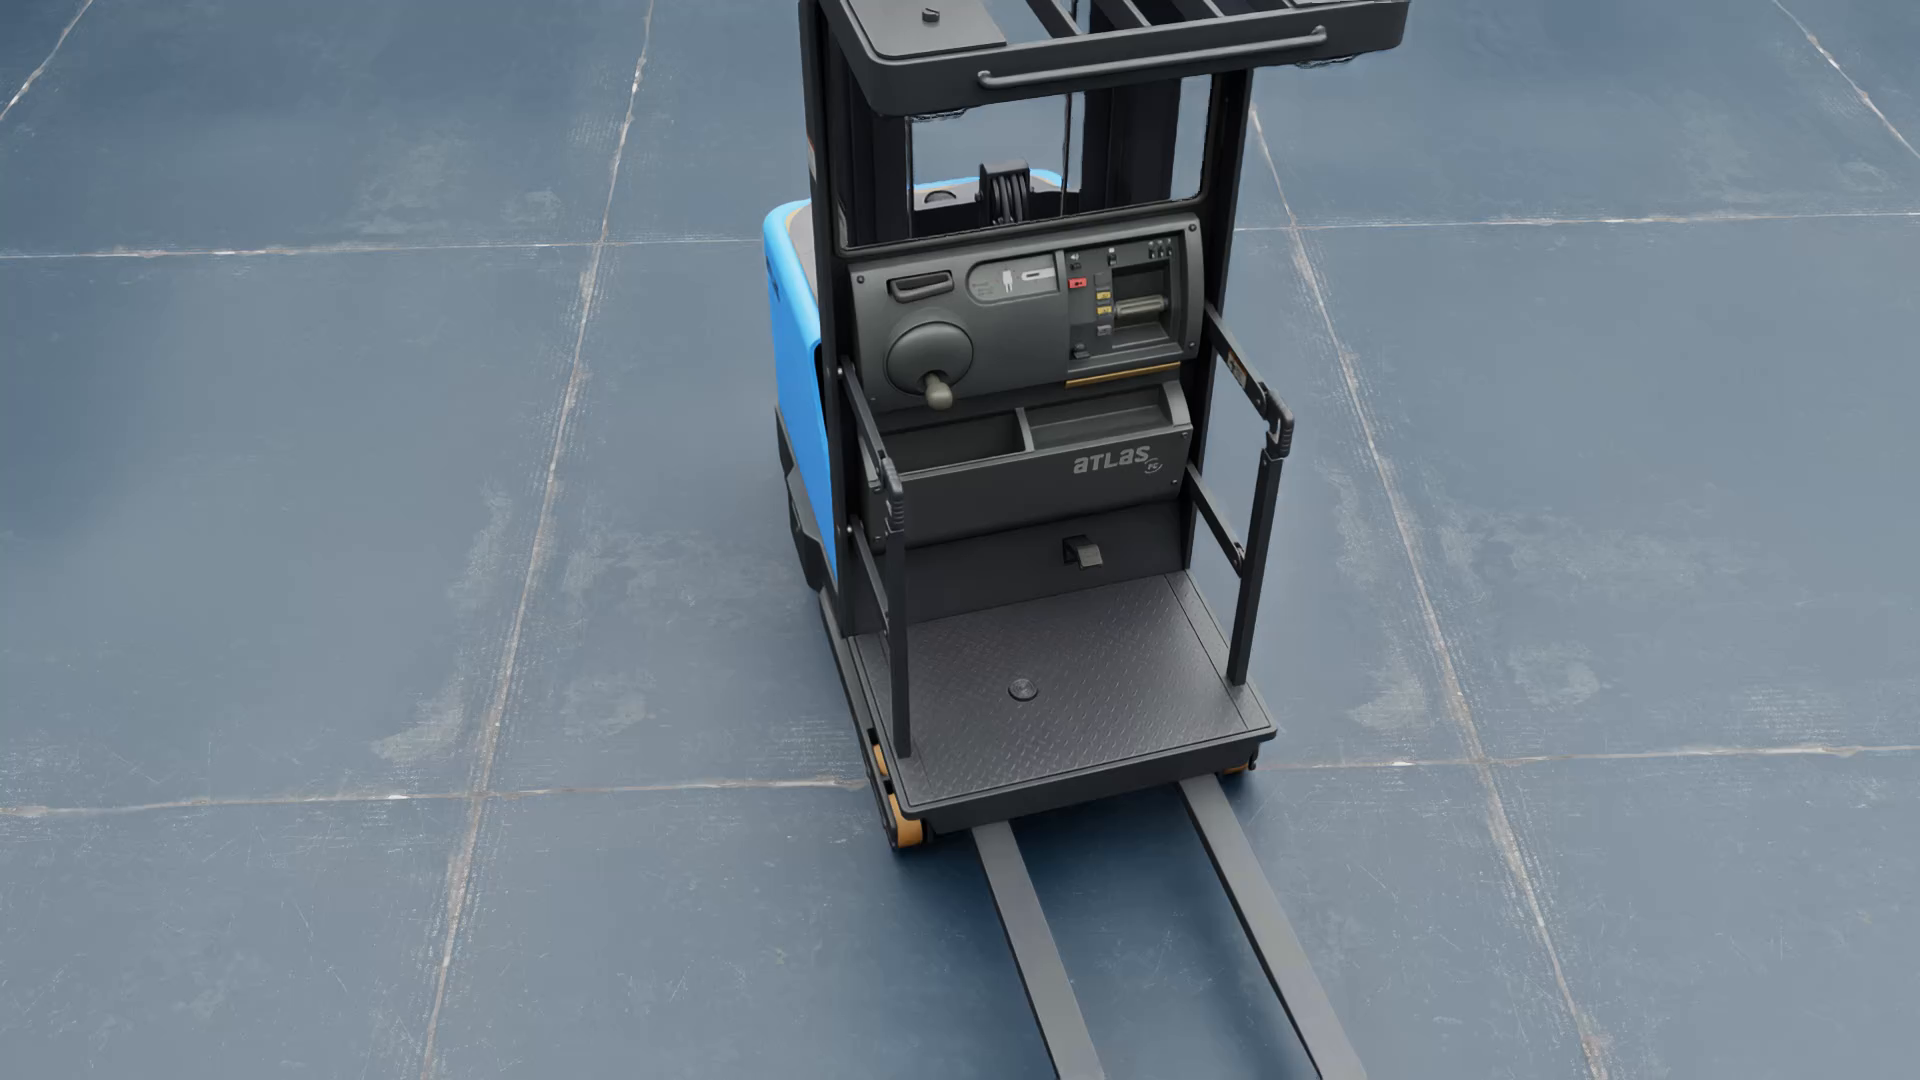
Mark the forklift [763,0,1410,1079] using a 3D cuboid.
[{"bbox_3d":[0.244,-0.497,4.123,1.130,2.935,3.031,-11,44,-12],"label":"forklift"}]
